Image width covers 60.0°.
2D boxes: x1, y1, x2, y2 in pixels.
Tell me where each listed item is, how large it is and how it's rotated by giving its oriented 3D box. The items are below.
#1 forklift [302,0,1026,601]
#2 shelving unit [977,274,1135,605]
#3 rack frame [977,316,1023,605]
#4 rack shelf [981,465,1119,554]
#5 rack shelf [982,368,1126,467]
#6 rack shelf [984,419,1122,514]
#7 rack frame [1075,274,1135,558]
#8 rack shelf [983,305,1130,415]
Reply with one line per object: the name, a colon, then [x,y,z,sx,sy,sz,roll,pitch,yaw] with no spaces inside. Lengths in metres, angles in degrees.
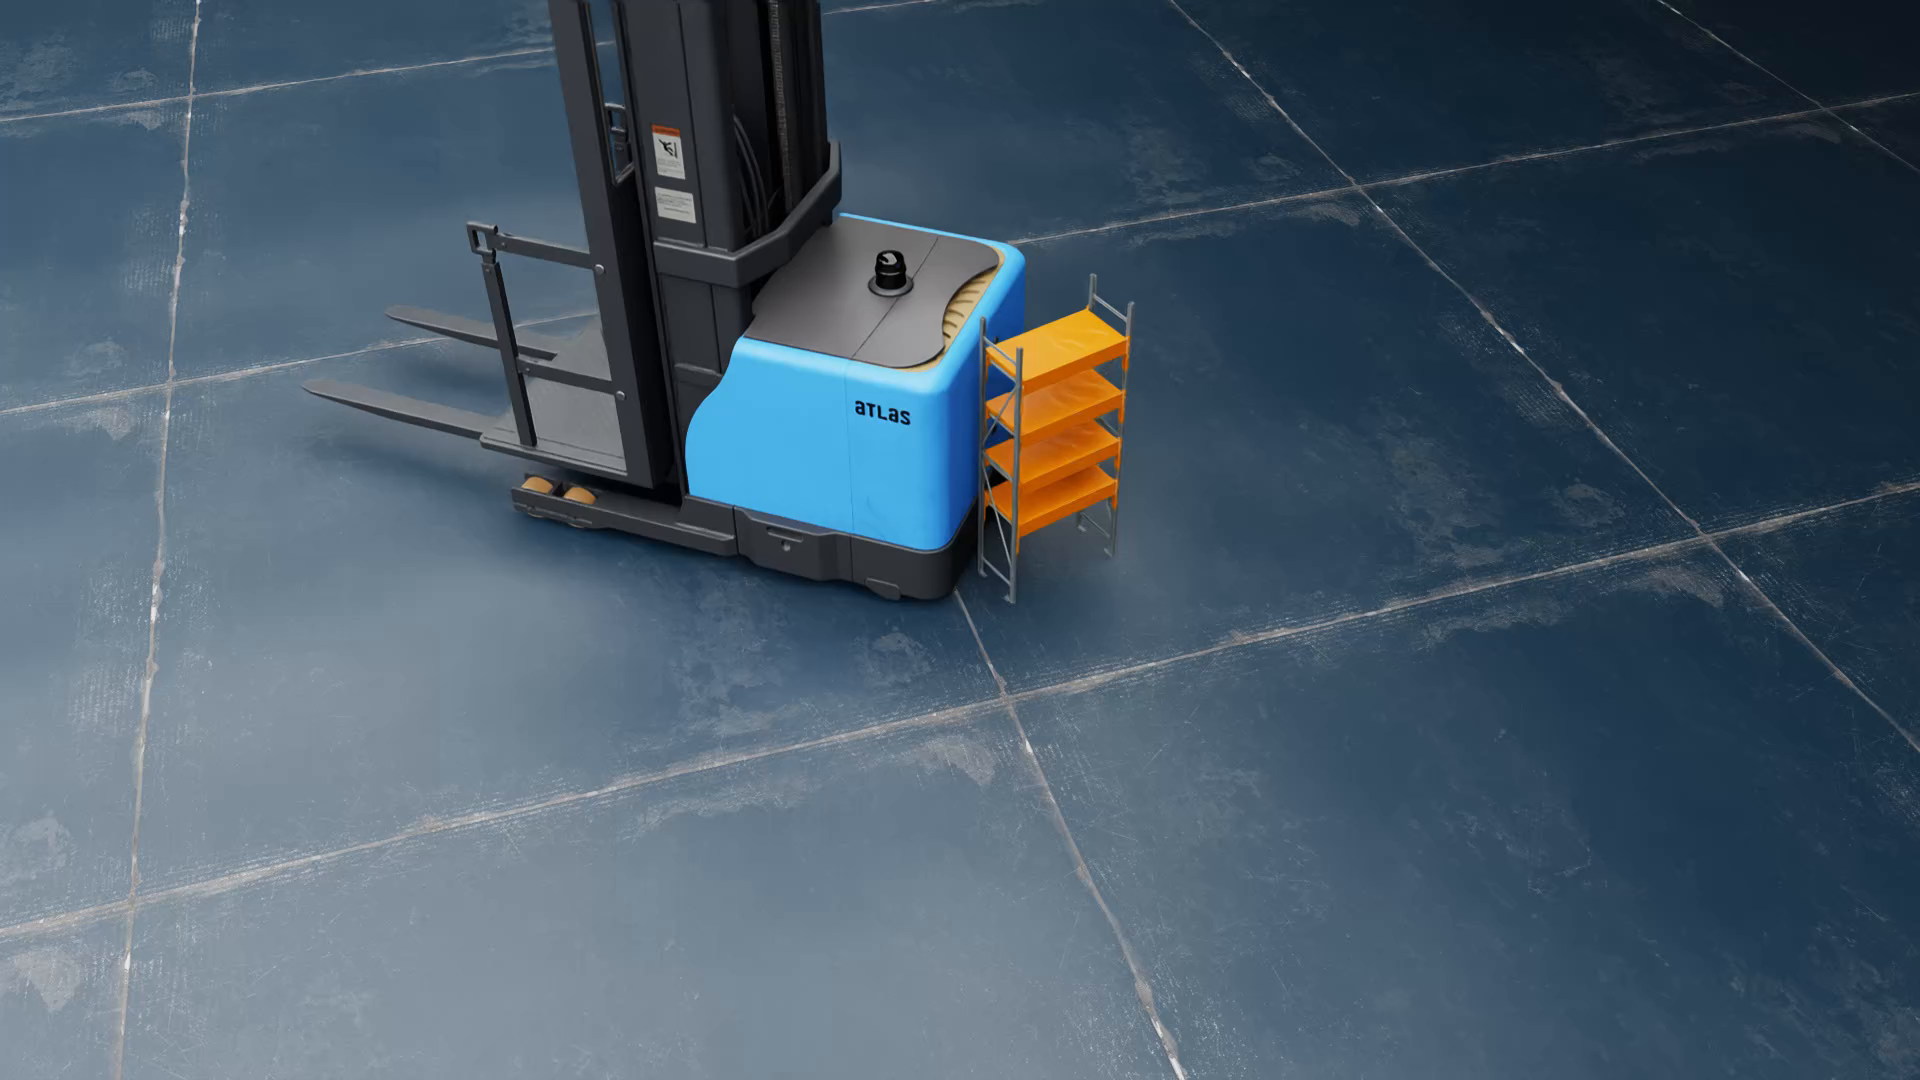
forklift: [-1.304,-1.464,6.198,3.031,2.935,1.130,13,43,15]
shelving unit: [0.344,-0.357,6.247,0.503,1.200,0.258,-24,47,-25]
rack frame: [0.143,-0.267,6.143,0.015,1.200,0.240,-24,47,-25]
rack shelf: [0.344,-0.157,6.422,0.480,0.148,0.258,-24,47,-25]
rack shelf: [0.344,-0.475,6.144,0.480,0.148,0.258,-24,47,-25]
rack shelf: [0.344,-0.307,6.291,0.480,0.148,0.258,-24,47,-25]
rack frame: [0.545,-0.448,6.351,0.015,1.200,0.240,-24,47,-25]
rack shelf: [0.344,-0.653,5.988,0.480,0.148,0.258,-24,47,-25]
